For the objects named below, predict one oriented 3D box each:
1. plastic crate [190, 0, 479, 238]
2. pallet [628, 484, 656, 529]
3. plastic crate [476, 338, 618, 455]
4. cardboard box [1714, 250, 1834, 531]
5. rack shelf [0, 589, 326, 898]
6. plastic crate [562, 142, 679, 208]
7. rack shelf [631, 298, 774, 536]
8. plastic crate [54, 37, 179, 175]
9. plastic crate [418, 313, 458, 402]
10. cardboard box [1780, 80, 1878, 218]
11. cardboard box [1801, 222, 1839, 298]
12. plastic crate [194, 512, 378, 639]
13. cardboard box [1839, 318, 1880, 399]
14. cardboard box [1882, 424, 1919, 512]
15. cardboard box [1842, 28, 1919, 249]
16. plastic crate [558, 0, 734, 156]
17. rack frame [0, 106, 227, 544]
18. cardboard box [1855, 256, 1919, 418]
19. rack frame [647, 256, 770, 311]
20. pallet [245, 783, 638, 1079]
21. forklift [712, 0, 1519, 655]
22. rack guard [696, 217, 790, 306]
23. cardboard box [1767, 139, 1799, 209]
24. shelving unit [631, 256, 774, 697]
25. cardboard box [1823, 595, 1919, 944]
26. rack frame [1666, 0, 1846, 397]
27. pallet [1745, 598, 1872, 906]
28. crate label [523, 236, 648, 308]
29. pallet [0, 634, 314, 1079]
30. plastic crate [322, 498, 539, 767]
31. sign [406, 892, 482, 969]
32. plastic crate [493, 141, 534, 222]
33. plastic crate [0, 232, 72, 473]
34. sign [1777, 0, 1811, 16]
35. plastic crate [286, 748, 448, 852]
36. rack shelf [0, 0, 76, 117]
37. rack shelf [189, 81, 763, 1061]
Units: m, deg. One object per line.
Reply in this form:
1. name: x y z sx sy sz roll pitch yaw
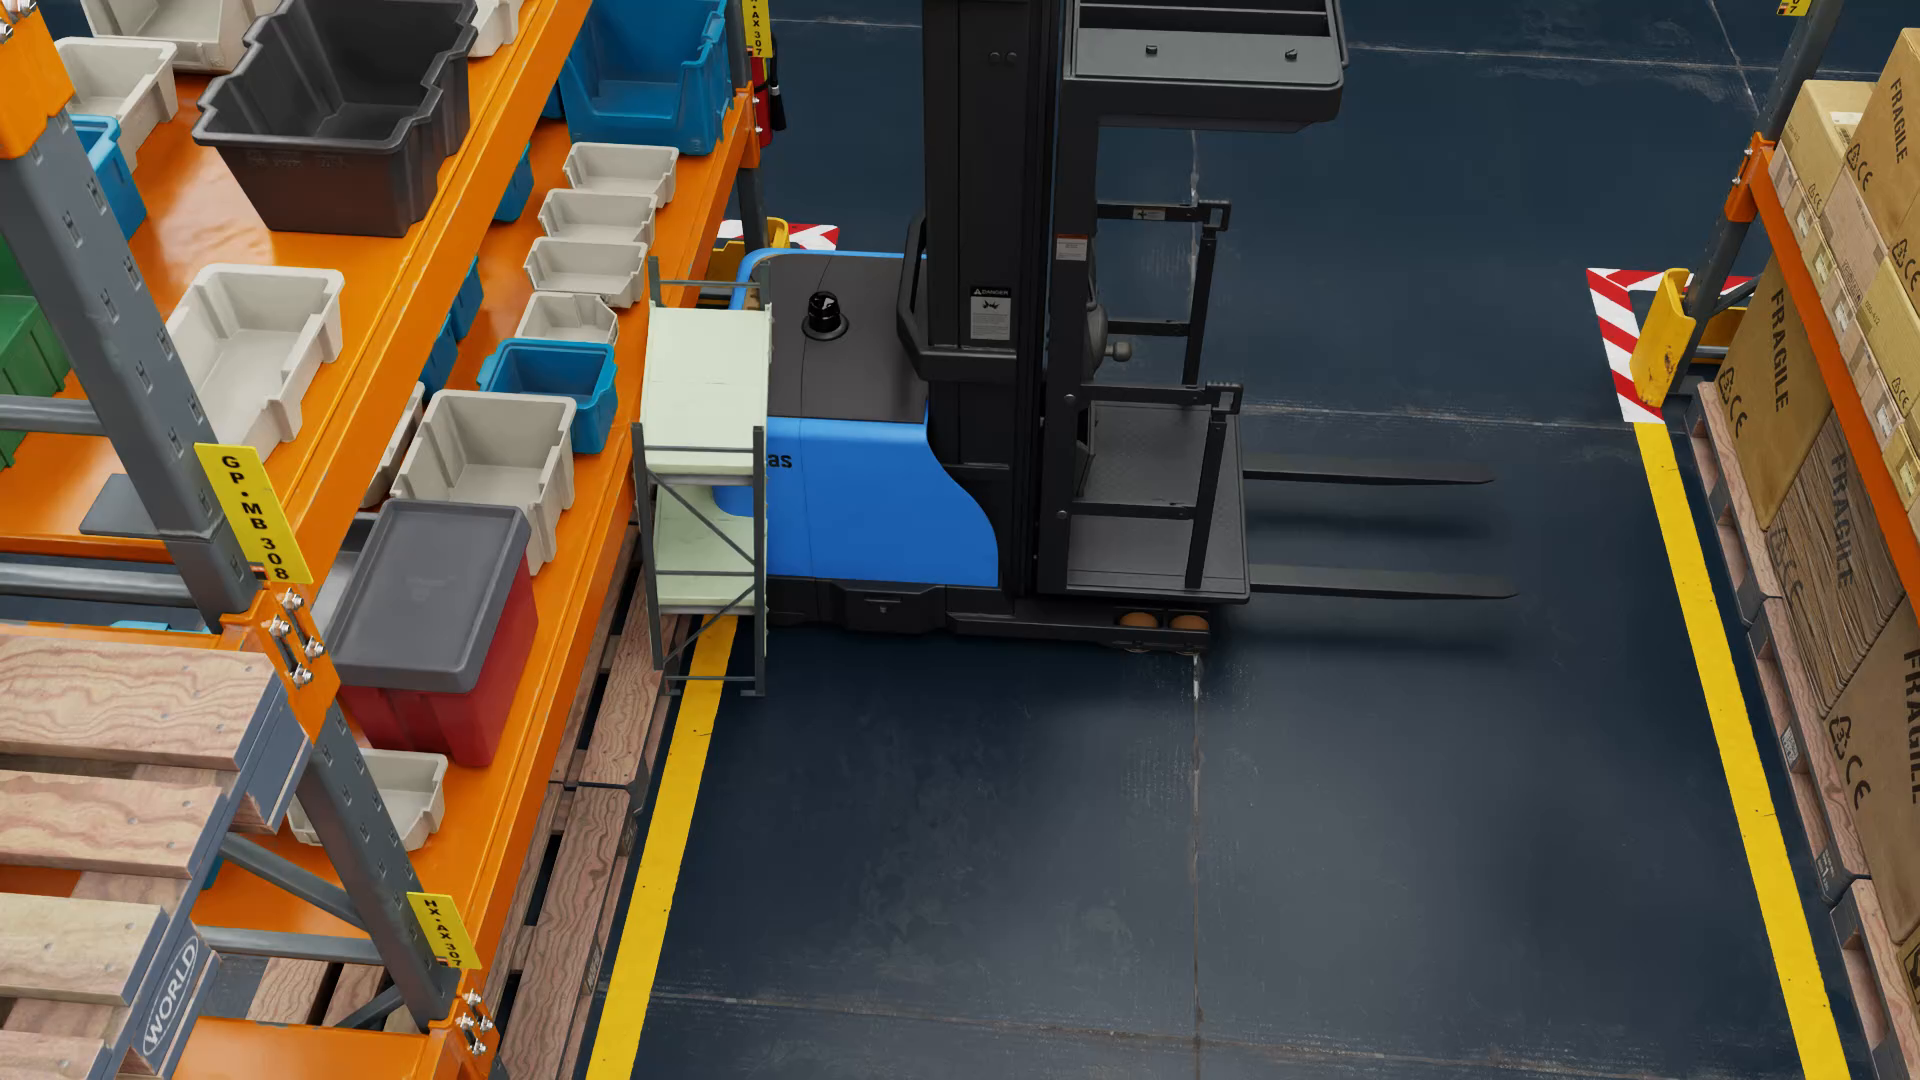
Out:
1. plastic crate: -1.322 -0.924 3.644 0.497 0.269 0.590 4 48 4
2. pallet: -1.457 -0.457 7.050 1.003 0.211 1.213 4 48 4
3. plastic crate: -1.275 -0.438 5.217 0.416 0.233 0.300 4 48 4
4. cardboard box: 3.610 -0.617 6.463 0.875 0.875 0.875 4 48 4
5. rack shelf: -1.890 1.638 1.699 1.077 0.370 4.000 4 48 4
6. plastic crate: -1.237 -1.321 6.089 0.396 0.136 0.243 4 48 4
7. rack shelf: -0.844 -0.413 5.545 0.431 0.370 0.720 1 52 -6
8. plastic crate: -1.971 -0.945 3.754 0.293 0.136 0.466 4 48 4
9. plastic crate: -1.841 -0.617 5.381 0.416 0.233 0.300 4 48 4
10. cardboard box: 3.276 -1.383 5.908 0.500 0.250 0.500 3 48 2
11. cardboard box: 3.183 -0.968 5.799 0.380 0.149 0.250 3 48 3
12. plastic crate: -1.873 0.170 4.733 0.437 0.125 0.590 4 48 4
13. cardboard box: 3.136 -0.589 5.452 0.380 0.149 0.250 3 48 3
14. cardboard box: 3.089 -0.214 5.109 0.380 0.149 0.250 3 48 3
15. cardboard box: 3.231 -1.269 5.296 0.500 0.500 0.500 3 48 3
16. plastic crate: -1.188 -1.775 6.302 0.616 0.435 0.499 4 48 4
17. rack frame: -1.708 -1.086 1.671 1.000 3.000 0.127 4 48 4
18. cardboard box: 3.186 -0.632 5.221 0.500 0.250 0.500 2 48 2
19. rack frame: -0.896 -0.464 6.075 0.400 1.500 0.023 1 52 -6
20. pallet: -1.679 1.336 5.411 1.003 0.211 1.213 4 48 4
21. forklift: 0.628 -0.957 5.665 3.031 2.935 1.130 3 48 3
22. rack guard: -1.354 -1.176 7.513 1.175 0.500 0.348 4 48 4
23. cardboard box: 3.228 -1.345 6.143 0.380 0.149 0.250 4 48 4
24. shelving unit: -0.880 -0.174 5.852 0.431 1.500 0.755 1 52 -6
25. cardboard box: 3.446 0.706 5.253 0.875 0.875 0.875 4 48 4
26. rack frame: 3.589 -1.668 6.269 1.000 3.000 0.127 4 48 4
27. pallet: 3.480 0.760 5.938 1.003 0.211 1.213 4 48 4
28. crate label: -1.279 -0.903 5.707 0.396 0.136 0.243 4 48 4
29. pallet: -1.682 0.572 2.315 1.213 0.211 1.003 4 48 4
30. plastic crate: -1.377 0.257 4.424 0.402 0.464 0.583 4 48 4
31. sign: -1.160 0.883 3.748 0.100 0.325 0.005 4 48 4
32. plastic crate: -1.754 -1.322 6.025 0.416 0.233 0.300 4 48 4
33. plastic crate: -1.970 -0.334 3.160 0.450 0.188 0.662 4 48 4
34. sign: 3.037 -2.029 5.958 0.100 0.325 0.005 4 48 4
35. plastic crate: -1.523 0.675 4.264 0.396 0.136 0.243 4 48 4
36. rack shelf: -1.526 -2.178 3.429 1.077 0.370 4.000 4 48 4
37. rack shelf: -1.526 -0.289 5.495 1.077 0.370 4.000 4 48 4
